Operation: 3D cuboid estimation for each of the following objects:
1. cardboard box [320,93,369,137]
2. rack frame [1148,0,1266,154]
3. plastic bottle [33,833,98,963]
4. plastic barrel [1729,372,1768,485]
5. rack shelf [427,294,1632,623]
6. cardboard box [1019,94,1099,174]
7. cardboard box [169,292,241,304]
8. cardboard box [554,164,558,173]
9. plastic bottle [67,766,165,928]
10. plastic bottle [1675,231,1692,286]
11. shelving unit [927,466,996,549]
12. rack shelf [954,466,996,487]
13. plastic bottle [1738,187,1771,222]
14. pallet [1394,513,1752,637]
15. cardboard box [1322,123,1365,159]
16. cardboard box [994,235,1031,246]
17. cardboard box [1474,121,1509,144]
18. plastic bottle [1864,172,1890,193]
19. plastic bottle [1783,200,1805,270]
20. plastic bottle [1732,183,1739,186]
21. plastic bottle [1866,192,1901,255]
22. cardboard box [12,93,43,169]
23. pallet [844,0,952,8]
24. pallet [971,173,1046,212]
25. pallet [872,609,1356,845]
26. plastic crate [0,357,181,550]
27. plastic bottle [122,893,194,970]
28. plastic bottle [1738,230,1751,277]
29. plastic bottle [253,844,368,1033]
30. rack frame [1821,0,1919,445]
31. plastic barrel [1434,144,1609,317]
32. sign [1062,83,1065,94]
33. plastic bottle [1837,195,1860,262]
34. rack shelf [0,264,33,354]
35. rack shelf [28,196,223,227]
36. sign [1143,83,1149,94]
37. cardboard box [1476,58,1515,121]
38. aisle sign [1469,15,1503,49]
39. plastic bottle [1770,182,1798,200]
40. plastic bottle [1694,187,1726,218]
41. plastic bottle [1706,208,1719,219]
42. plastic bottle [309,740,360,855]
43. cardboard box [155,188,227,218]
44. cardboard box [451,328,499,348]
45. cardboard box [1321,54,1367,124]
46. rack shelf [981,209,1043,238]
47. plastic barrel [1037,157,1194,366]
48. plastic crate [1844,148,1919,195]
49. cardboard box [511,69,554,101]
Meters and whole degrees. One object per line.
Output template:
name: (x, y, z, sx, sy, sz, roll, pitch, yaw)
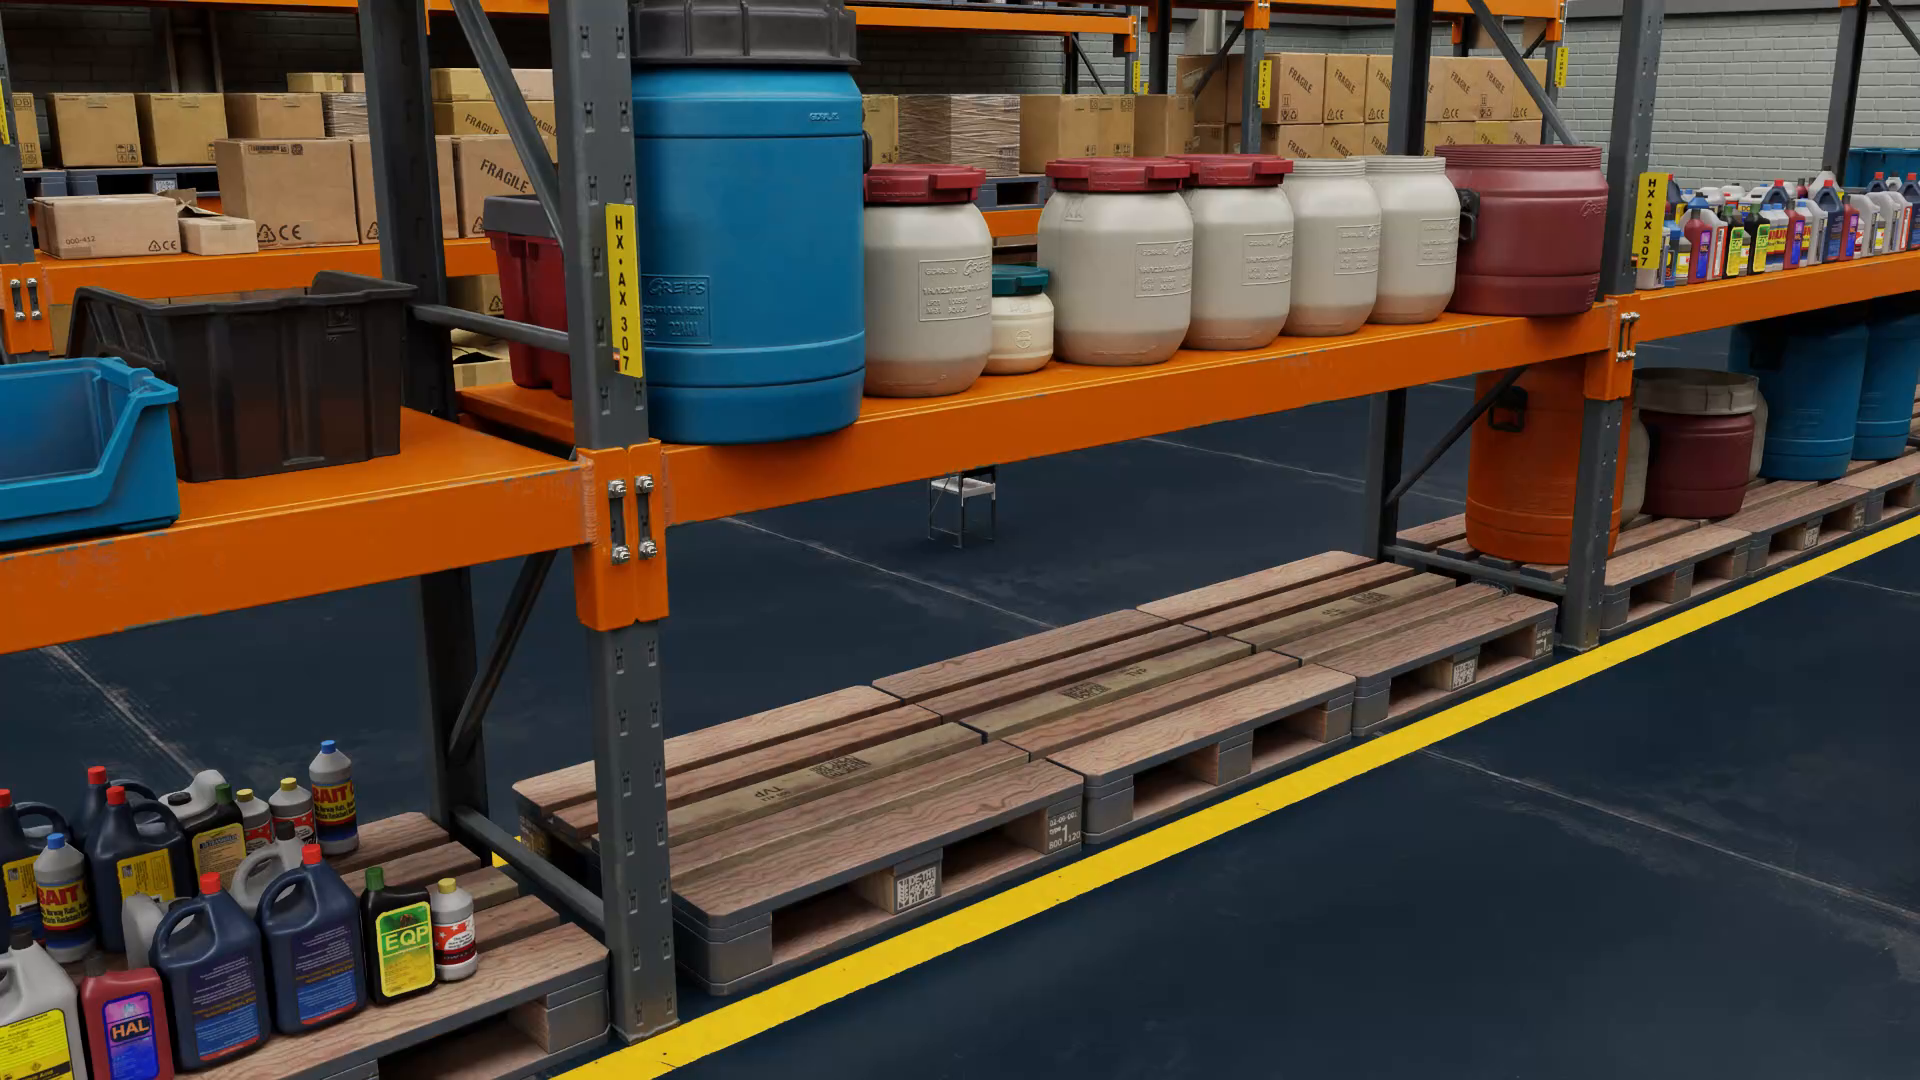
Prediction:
cardboard box: (-4.832, -3.240, 13.019, 0.700, 0.500, 0.500, 13, 20, 40)
rack frame: (1.788, -2.774, 12.323, 0.127, 3.000, 1.000, -13, 19, -39)
plastic bottle: (-1.909, 0.756, 3.543, 0.097, 0.271, 0.097, 0, 15, 0)
plastic barrel: (3.597, -0.523, 7.903, 0.421, 0.512, 0.421, 0, 15, 0)
rack shelf: (0.511, -0.445, 4.998, 4.000, 0.370, 1.077, -13, 19, -39)
cardboard box: (0.496, -2.714, 11.090, 0.700, 0.500, 0.500, 10, 18, 33)
cardboard box: (-5.814, -1.779, 12.588, 0.500, 0.500, 0.700, -13, 20, -40)
cardboard box: (-3.523, -3.095, 13.974, 0.250, 0.149, 0.380, -13, 20, -40)
plastic bottle: (-1.879, 0.669, 3.712, 0.185, 0.351, 0.144, -12, 19, -38)
plastic bottle: (2.737, -1.077, 6.354, 0.097, 0.201, 0.097, 0, 15, 0)
shelving unit: (0.006, -0.436, 7.639, 0.210, 0.900, 0.258, -13, 19, -39)
rack shelf: (0.006, -0.317, 7.671, 0.200, 0.077, 0.258, -13, 19, -39)
plastic bottle: (3.839, -1.559, 8.013, 0.135, 0.276, 0.152, -13, 19, -39)
pallet: (2.587, 0.074, 7.064, 1.213, 0.211, 1.003, -13, 19, -39)
cardboard box: (2.736, -2.943, 12.762, 0.500, 0.500, 0.500, -12, 19, -38)
cardboard box: (0.332, -3.103, 17.583, 0.500, 0.500, 0.700, -13, 20, -41)
cardboard box: (4.258, -3.283, 14.033, 0.500, 0.500, 0.500, -12, 19, -39)
plastic bottle: (4.324, -1.563, 7.883, 0.185, 0.351, 0.144, -13, 19, -39)
plastic bottle: (3.460, -1.272, 6.927, 0.133, 0.283, 0.061, -13, 19, -39)
plastic bottle: (3.810, -1.623, 8.241, 0.133, 0.283, 0.061, -13, 19, -39)
plastic bottle: (4.194, -1.449, 7.604, 0.135, 0.276, 0.152, -13, 19, -39)
cardboard box: (-6.669, -2.816, 11.435, 0.500, 0.500, 0.700, -10, 18, -34)
pallet: (-0.842, -5.281, 16.067, 1.213, 0.211, 1.003, -13, 19, -39)
pallet: (0.235, -2.334, 11.048, 1.213, 0.211, 1.003, -13, 19, -39)
pallet: (0.490, 0.545, 5.301, 1.213, 0.211, 1.003, -13, 19, -39)
plastic crate: (-1.655, -0.142, 2.756, 0.616, 0.251, 0.499, -13, 19, -39)
plastic bottle: (-1.556, 0.823, 3.283, 0.135, 0.276, 0.152, -13, 19, -39)
plastic bottle: (3.113, -1.161, 6.670, 0.097, 0.201, 0.097, 0, 15, 0)
plastic bottle: (-1.295, 0.779, 3.303, 0.185, 0.351, 0.144, -13, 20, -41)
rack frame: (5.037, -1.809, 8.711, 0.127, 3.000, 1.000, -13, 19, -39)
plastic barrel: (1.868, -1.060, 5.641, 0.708, 0.536, 0.600, -13, 19, -39)
sign: (1.191, -4.981, 18.754, 0.005, 0.325, 0.100, -13, 19, -39)
plastic bottle: (3.875, -1.366, 7.276, 0.133, 0.283, 0.061, -13, 19, -39)
rack shelf: (-5.755, -0.733, 6.074, 4.000, 0.370, 1.077, -13, 19, -39)
rack shelf: (-5.993, -2.374, 12.219, 4.000, 0.370, 1.077, -13, 19, -39)
sign: (1.426, -3.297, 12.602, 0.005, 0.325, 0.100, -13, 19, -39)
cardboard box: (4.270, -3.768, 13.914, 0.500, 0.500, 0.500, -12, 19, -38)
aisle sign: (4.665, -4.776, 14.782, 0.004, 0.787, 0.394, -13, 19, -39)
plastic bottle: (4.162, -1.683, 8.479, 0.135, 0.276, 0.152, -13, 19, -39)
plastic bottle: (3.564, -1.549, 7.976, 0.135, 0.276, 0.152, -13, 19, -39)
plastic bottle: (2.973, -1.184, 6.621, 0.097, 0.271, 0.097, 0, 15, 0)
plastic bottle: (-1.526, 0.620, 4.050, 0.097, 0.271, 0.097, 0, 15, 0)
cardboard box: (-3.704, -1.539, 7.958, 0.258, 0.266, 0.396, -13, 20, -41)
cardboard box: (-2.594, -1.034, 9.235, 0.500, 0.311, 0.500, -13, 20, -41)
cardboard box: (2.717, -3.418, 12.602, 0.500, 0.500, 0.500, -13, 20, -41)
rack shelf: (0.280, -2.088, 11.147, 4.000, 0.370, 1.077, -13, 19, -39)
plastic barrel: (0.421, -0.763, 4.532, 0.433, 0.535, 0.433, 0, 15, 0)
plastic crate: (5.165, -1.976, 9.250, 0.575, 0.384, 0.392, -13, 19, -39)
cardboard box: (-3.567, -3.742, 13.685, 0.500, 0.250, 0.500, -13, 20, -40)
